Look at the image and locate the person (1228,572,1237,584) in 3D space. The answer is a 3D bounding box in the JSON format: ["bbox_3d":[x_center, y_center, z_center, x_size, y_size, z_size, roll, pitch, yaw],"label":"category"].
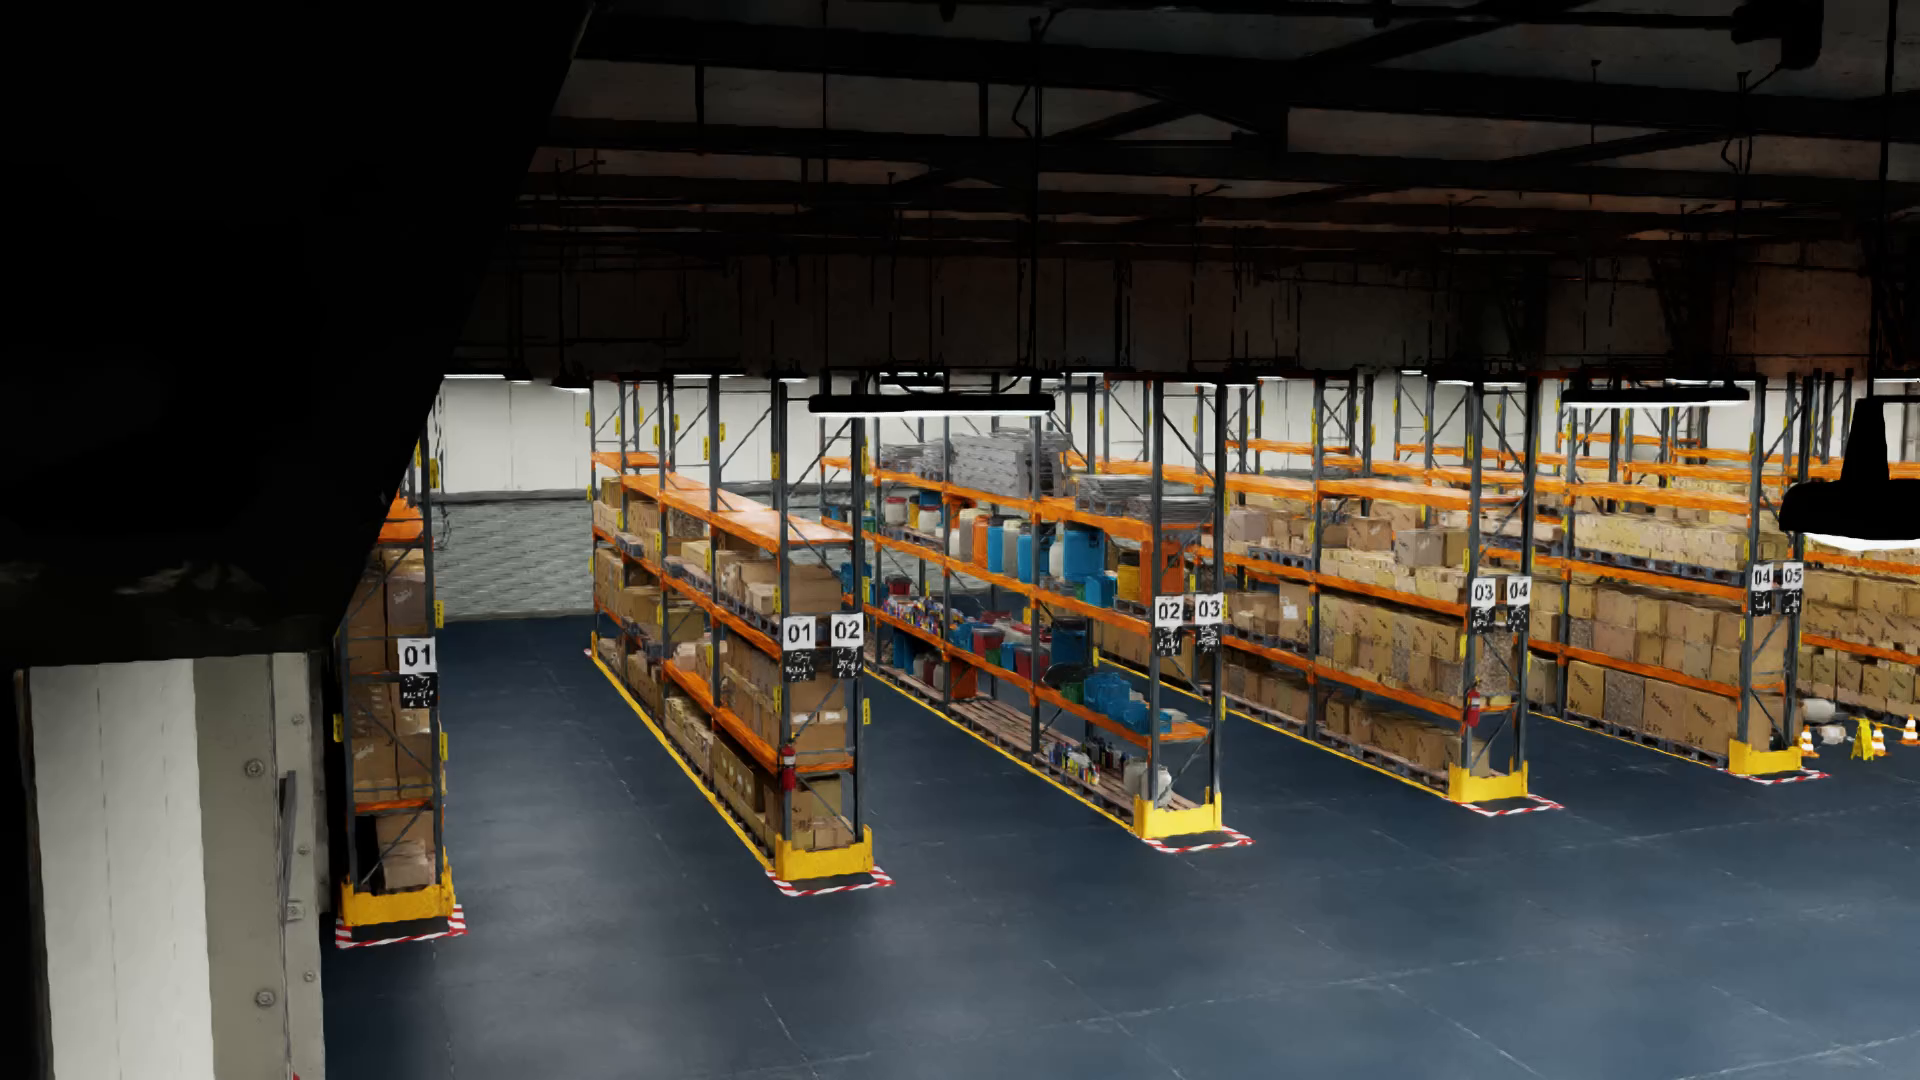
[{"bbox_3d":[7.137,0.735,42.314,0.637,1.784,0.474,4,8,33],"label":"person"}]

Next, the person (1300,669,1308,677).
[{"bbox_3d":[6.579,2.030,30.949,0.540,1.676,1.130,-3,7,-22],"label":"person"}]
